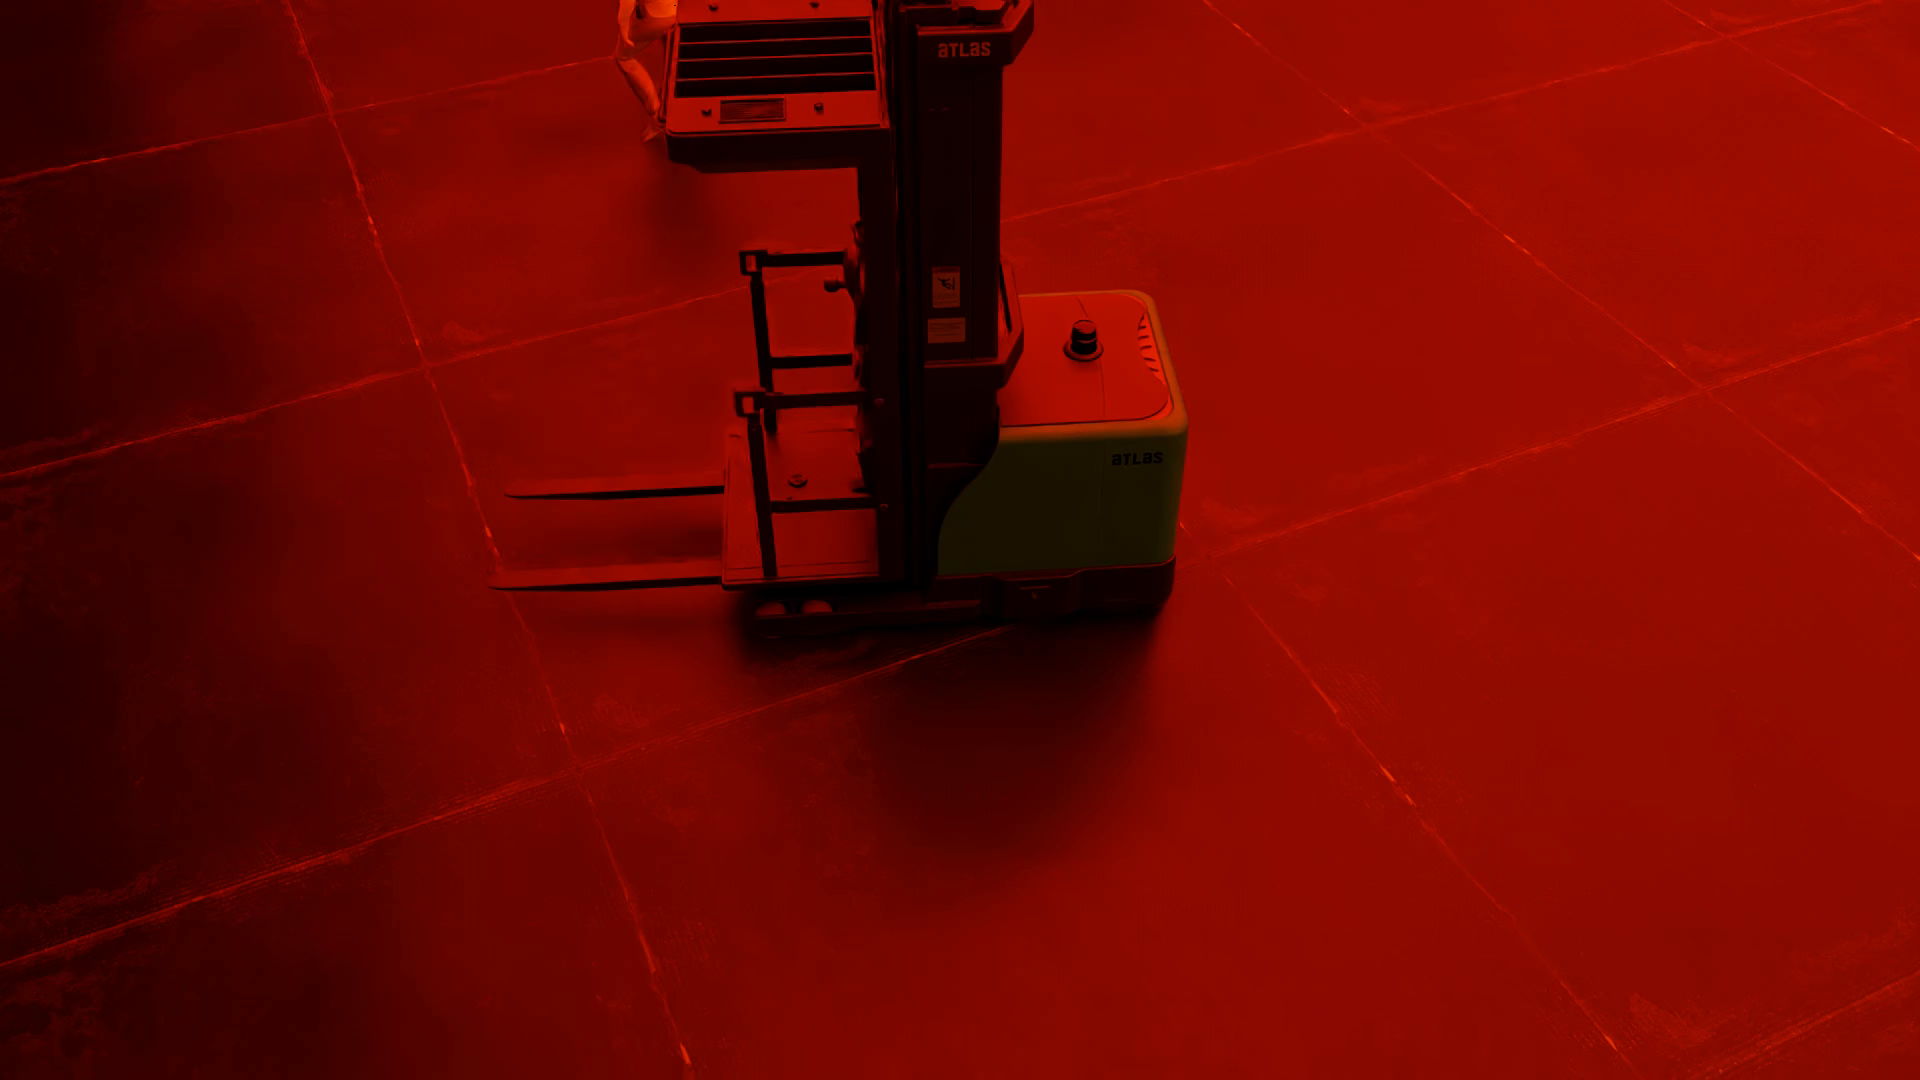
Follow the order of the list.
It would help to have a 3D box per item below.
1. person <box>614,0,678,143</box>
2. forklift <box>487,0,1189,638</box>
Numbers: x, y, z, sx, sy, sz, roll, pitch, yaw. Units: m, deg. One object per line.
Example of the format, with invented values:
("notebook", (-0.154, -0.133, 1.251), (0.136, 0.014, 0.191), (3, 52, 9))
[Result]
("person", (-1.851, -3.208, 10.058), (0.437, 1.652, 0.611), (28, 50, 27))
("forklift", (-0.590, -1.013, 6.765), (3.031, 2.935, 1.130), (-3, 43, -3))
